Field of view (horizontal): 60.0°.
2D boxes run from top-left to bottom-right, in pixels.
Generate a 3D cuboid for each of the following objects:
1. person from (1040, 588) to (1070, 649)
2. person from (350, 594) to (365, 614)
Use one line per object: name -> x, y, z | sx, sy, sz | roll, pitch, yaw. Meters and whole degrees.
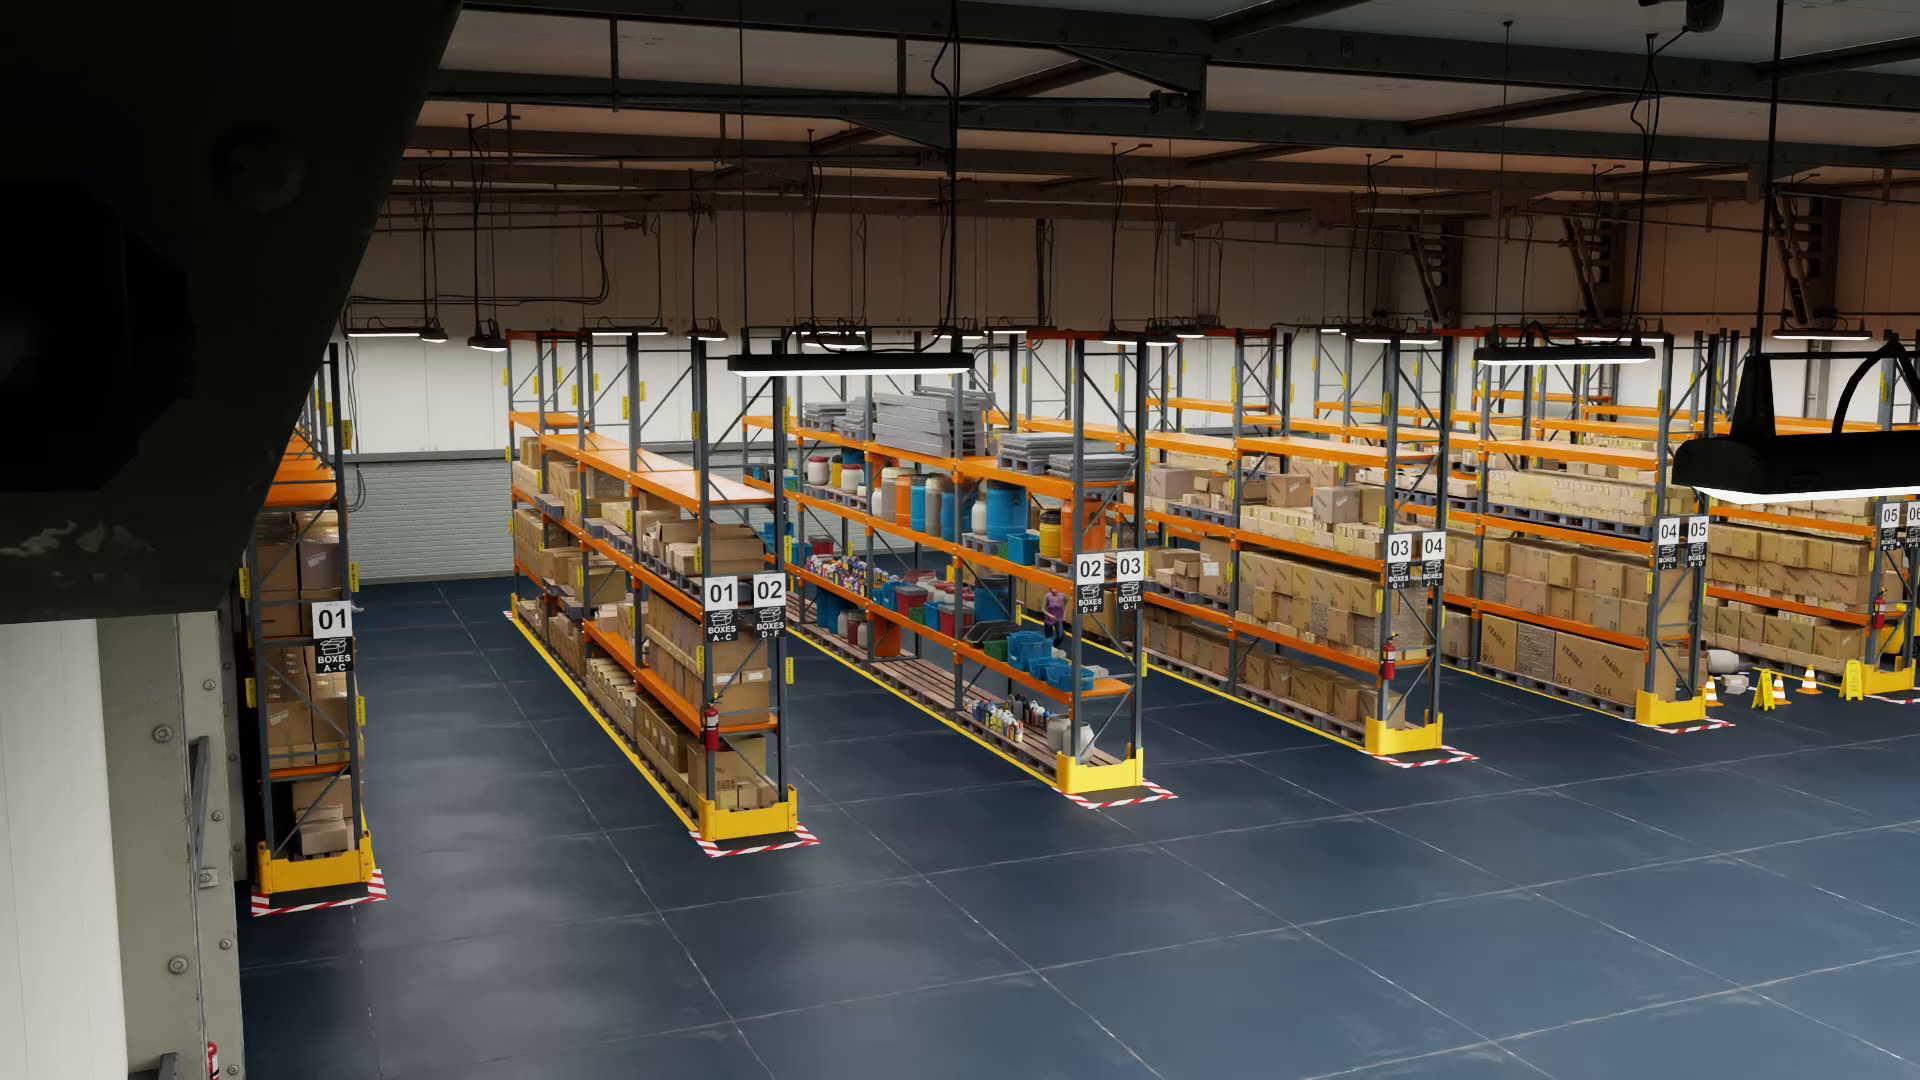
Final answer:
person -> 1.713, 1.472, 30.129 | 0.578, 1.517, 0.795 | -1, 8, -11
person -> -13.157, 0.721, 35.115 | 1.072, 1.678, 0.522 | -2, 8, -13
